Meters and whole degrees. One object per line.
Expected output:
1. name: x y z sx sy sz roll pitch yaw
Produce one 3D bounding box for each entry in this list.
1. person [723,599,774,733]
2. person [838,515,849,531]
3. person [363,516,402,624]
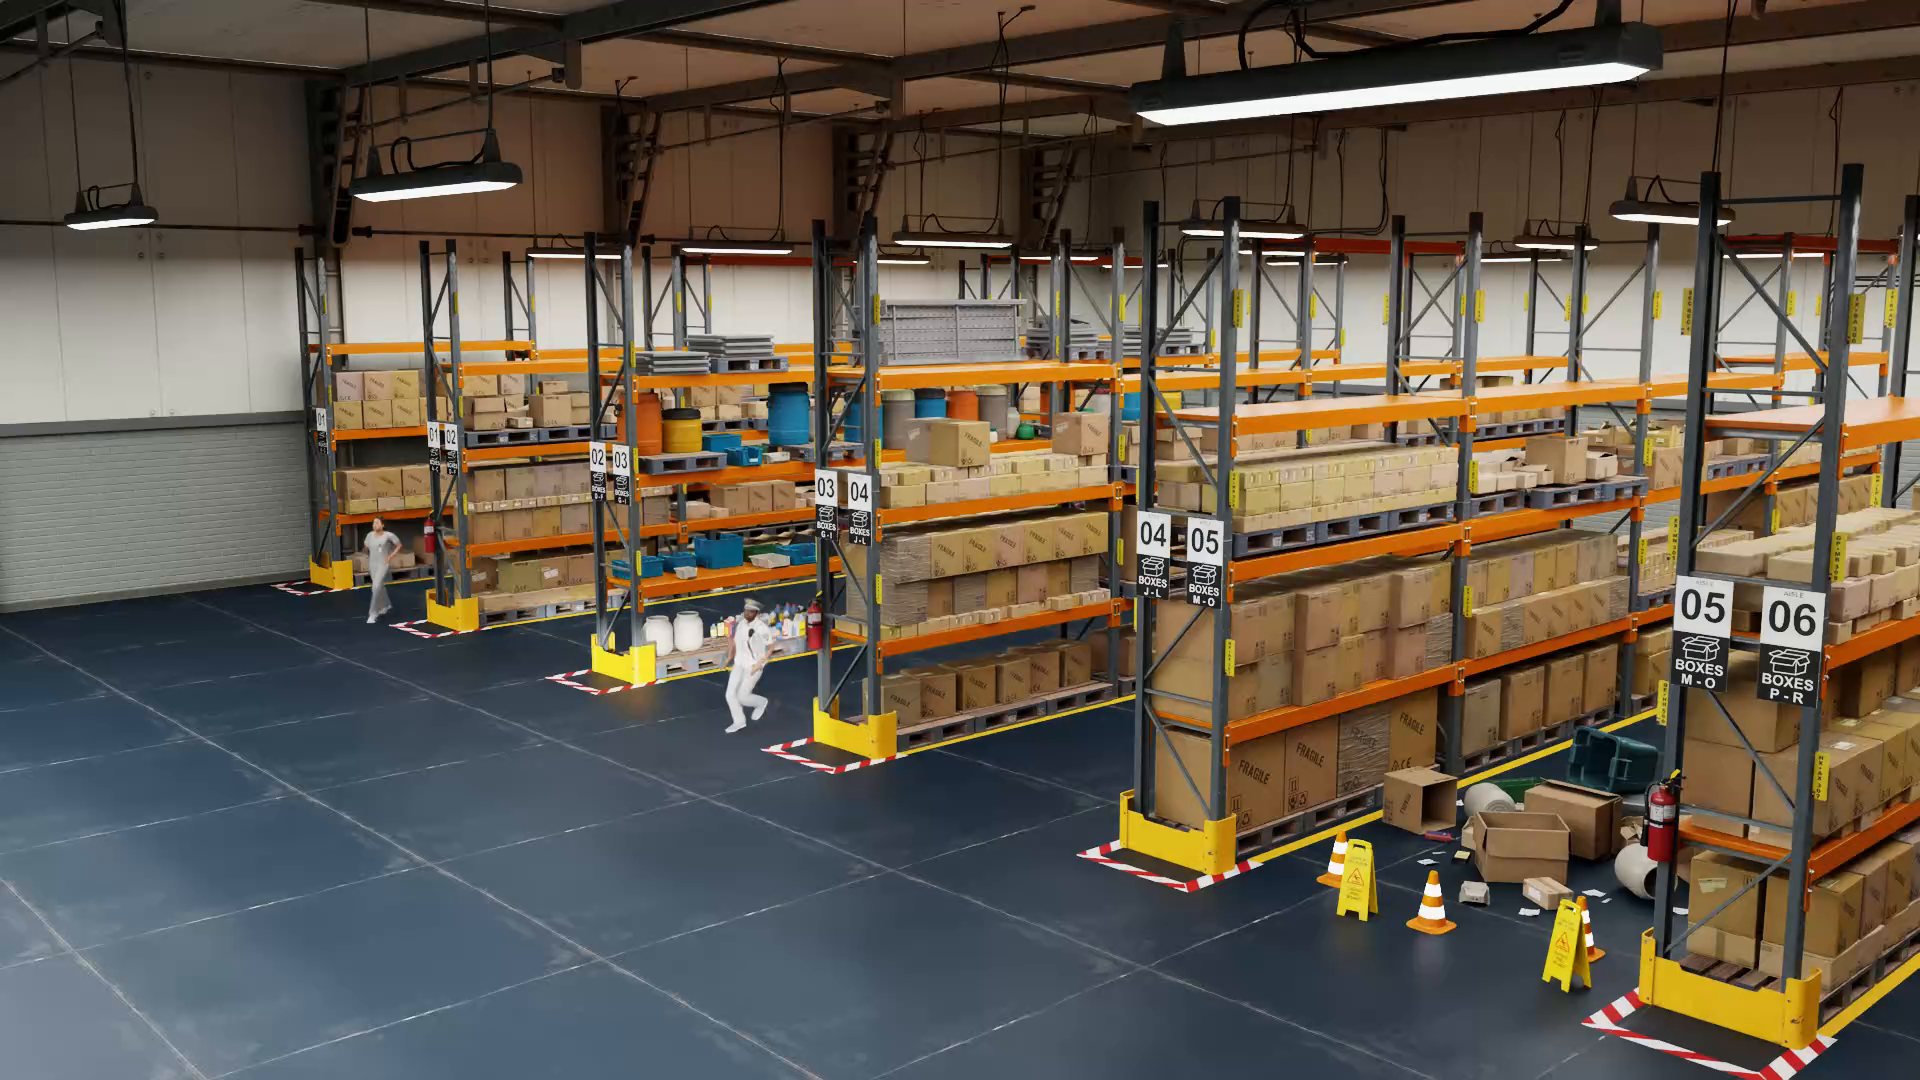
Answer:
1. person: -2.485 1.487 19.786 0.619 1.647 0.510 6 11 37
2. person: -1.717 0.134 27.148 0.517 1.643 0.633 8 12 43
3. person: -9.240 0.456 26.594 0.569 1.724 0.743 2 9 16
